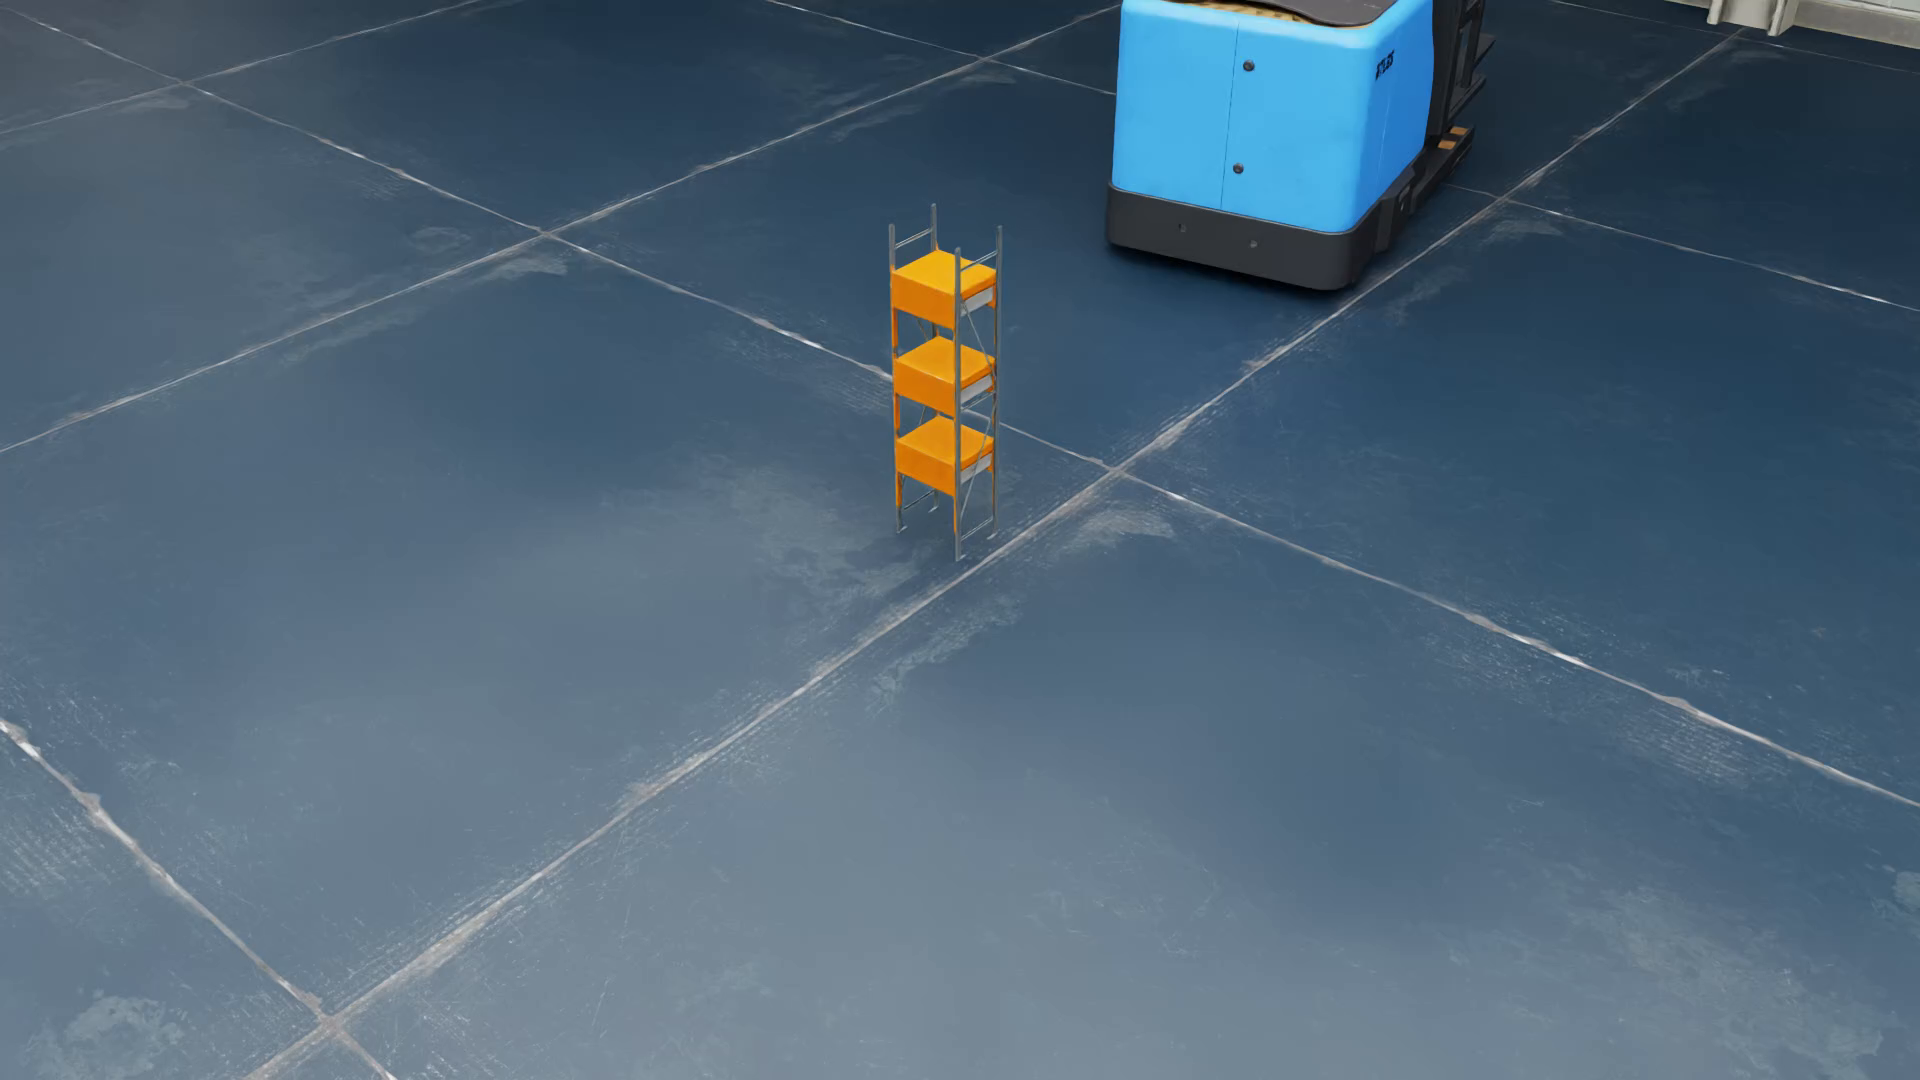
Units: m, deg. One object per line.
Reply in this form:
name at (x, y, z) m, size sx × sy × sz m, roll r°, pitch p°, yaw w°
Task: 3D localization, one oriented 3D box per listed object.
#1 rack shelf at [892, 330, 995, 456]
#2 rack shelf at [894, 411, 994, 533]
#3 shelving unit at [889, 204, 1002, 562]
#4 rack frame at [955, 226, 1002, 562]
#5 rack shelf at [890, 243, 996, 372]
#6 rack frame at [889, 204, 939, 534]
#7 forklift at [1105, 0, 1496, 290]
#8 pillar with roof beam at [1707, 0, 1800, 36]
rack shelf at (-0.041, -0.443, 4.987) m, size 0.240 × 0.259 × 0.215 m, roll 25°, pitch 42°, yaw 32°
rack shelf at (-0.041, -0.214, 5.144) m, size 0.240 × 0.259 × 0.215 m, roll 25°, pitch 42°, yaw 32°
shelving unit at (-0.041, -0.452, 4.981) m, size 0.252 × 1.050 × 0.215 m, roll 25°, pitch 42°, yaw 32°
rack frame at (0.053, -0.408, 4.917) m, size 0.008 × 1.050 × 0.200 m, roll 25°, pitch 42°, yaw 32°
rack shelf at (-0.041, -0.677, 4.826) m, size 0.240 × 0.259 × 0.215 m, roll 25°, pitch 42°, yaw 32°
rack frame at (-0.135, -0.496, 5.045) m, size 0.008 × 1.050 × 0.200 m, roll 25°, pitch 42°, yaw 32°
forklift at (1.767, -3.004, 7.035) m, size 1.130 × 2.935 × 3.031 m, roll 17°, pitch 38°, yaw 24°
pillar with roof beam at (1.804, -4.818, 4.317) m, size 0.400 × 9.000 × 9.100 m, roll 25°, pitch 42°, yaw 32°
